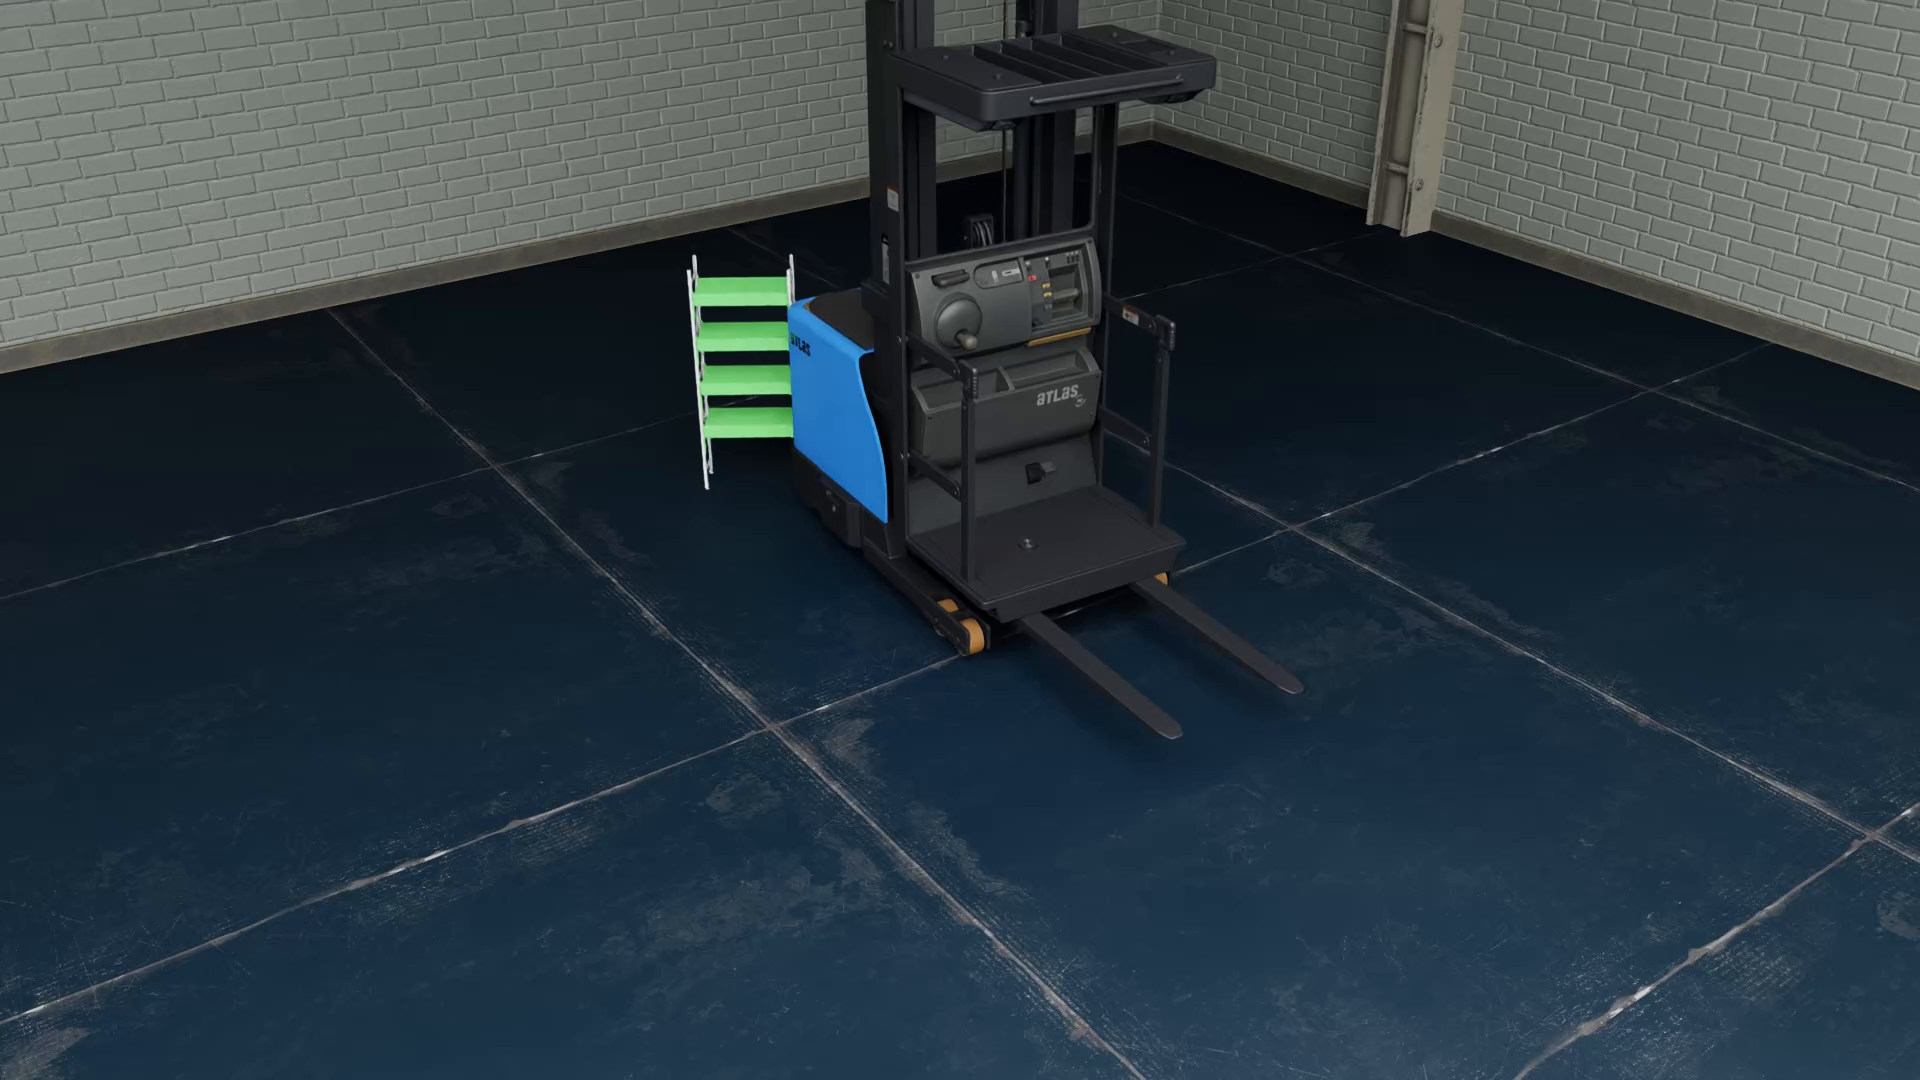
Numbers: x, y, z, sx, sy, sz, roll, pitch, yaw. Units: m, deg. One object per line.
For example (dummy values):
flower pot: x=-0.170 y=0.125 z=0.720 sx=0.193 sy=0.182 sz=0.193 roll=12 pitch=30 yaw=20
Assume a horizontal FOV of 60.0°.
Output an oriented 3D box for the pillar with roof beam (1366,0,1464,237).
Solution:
pillar with roof beam: x=-0.173 y=-5.146 z=8.296 sx=9.100 sy=9.000 sz=0.400 roll=-19 pitch=34 yaw=-31

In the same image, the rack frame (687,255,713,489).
rack frame: x=-1.335 y=-0.852 z=8.562 sx=0.015 sy=1.200 sz=0.240 roll=-1 pitch=28 yaw=-1

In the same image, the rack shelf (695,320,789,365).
rack shelf: x=-1.092 y=-1.010 z=8.482 sx=0.480 sy=0.148 sz=0.258 roll=-1 pitch=28 yaw=-1

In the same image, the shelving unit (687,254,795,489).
shelving unit: x=-1.091 y=-0.855 z=8.566 sx=0.503 sy=1.200 sz=0.258 roll=-1 pitch=28 yaw=-1

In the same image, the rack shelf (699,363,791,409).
rack shelf: x=-1.091 y=-0.799 z=8.597 sx=0.480 sy=0.148 sz=0.258 roll=-1 pitch=28 yaw=-1

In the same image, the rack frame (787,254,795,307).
rack frame: x=-0.847 y=-0.858 z=8.571 sx=0.015 sy=1.200 sz=0.240 roll=-1 pitch=28 yaw=-1

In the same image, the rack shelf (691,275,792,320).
rack shelf: x=-1.092 y=-1.221 z=8.368 sx=0.480 sy=0.148 sz=0.258 roll=-1 pitch=28 yaw=-1

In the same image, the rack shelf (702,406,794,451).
rack shelf: x=-1.091 y=-0.588 z=8.711 sx=0.480 sy=0.148 sz=0.258 roll=-1 pitch=28 yaw=-1

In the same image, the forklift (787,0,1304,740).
forklift: x=0.322 y=-1.030 z=7.075 sx=1.130 sy=2.935 sz=3.031 roll=-16 pitch=32 yaw=-27
